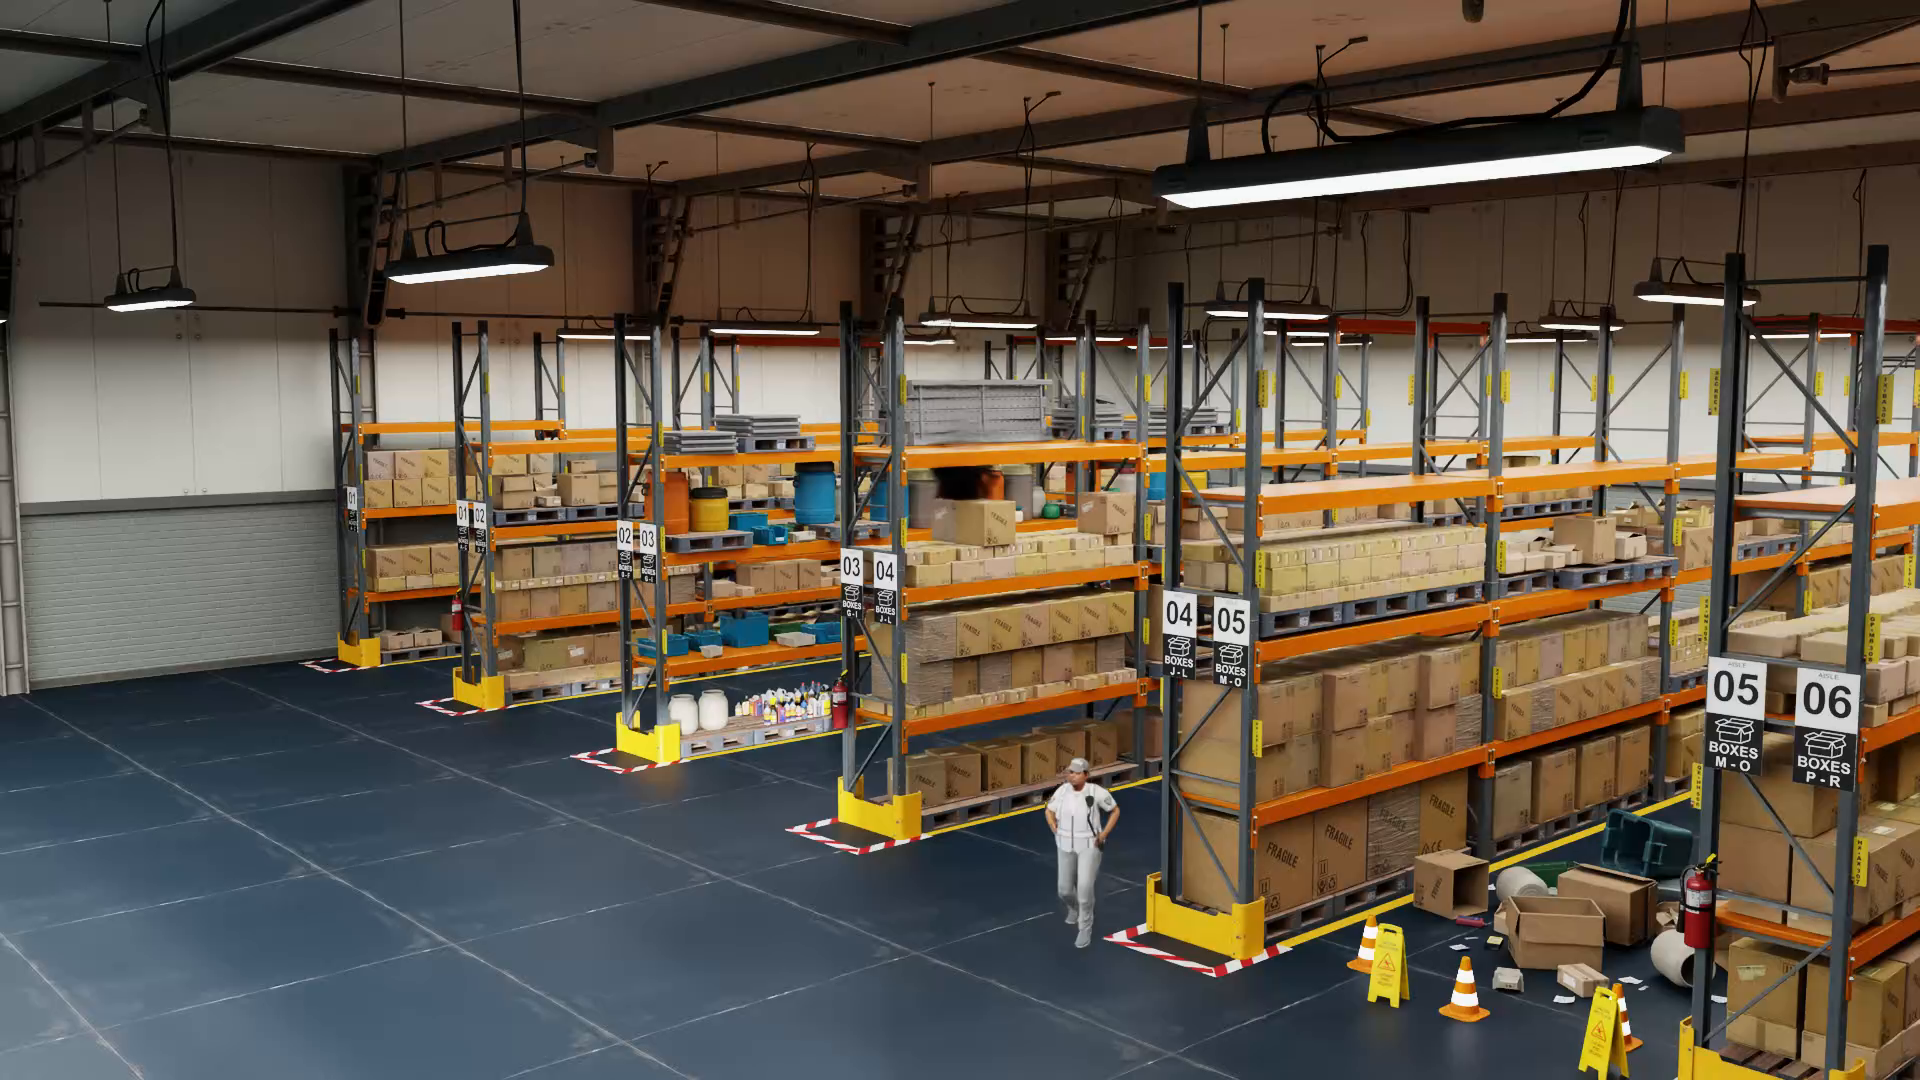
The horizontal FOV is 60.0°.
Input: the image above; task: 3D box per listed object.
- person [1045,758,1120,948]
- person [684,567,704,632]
[{"bbox_3d":[1.026,2.702,14.696,0.654,1.559,0.840,3,6,24],"label":"person"},{"bbox_3d":[-4.888,1.321,30.698,0.542,1.605,0.628,4,7,37],"label":"person"}]
